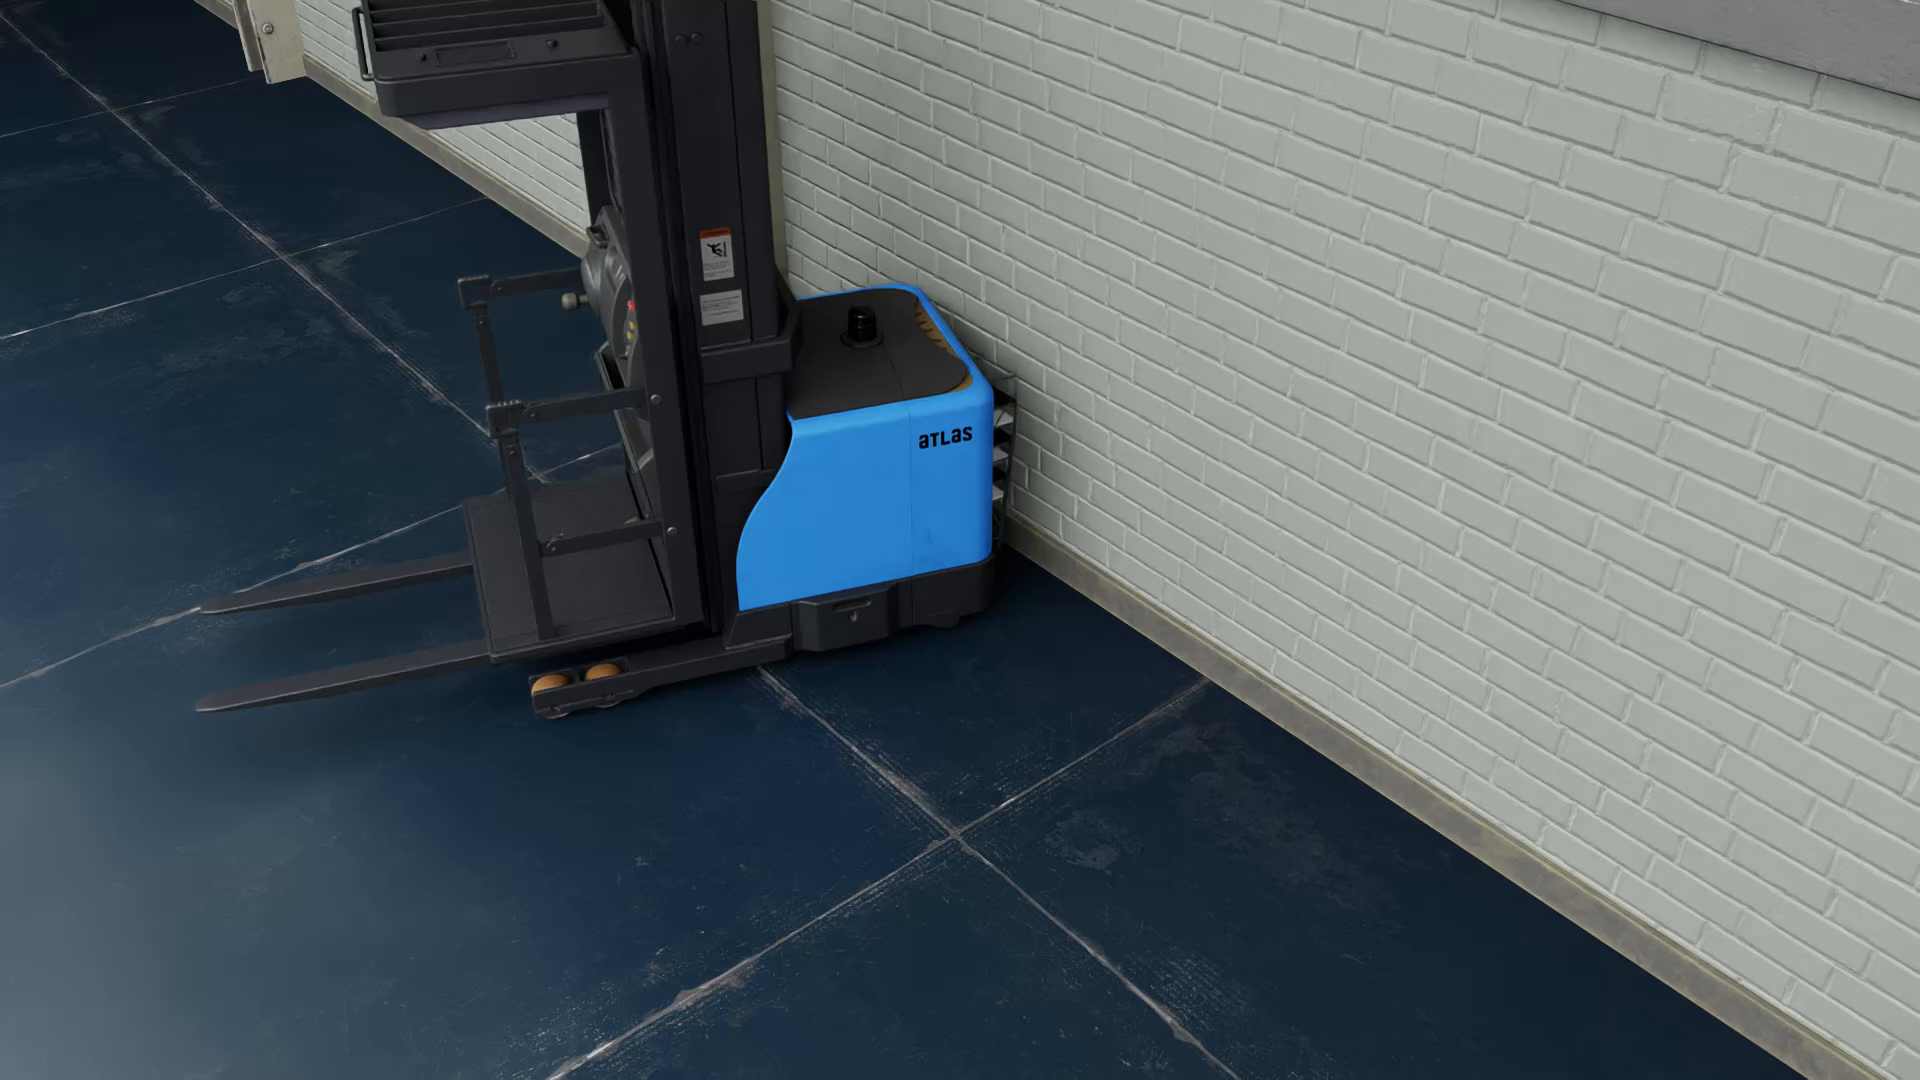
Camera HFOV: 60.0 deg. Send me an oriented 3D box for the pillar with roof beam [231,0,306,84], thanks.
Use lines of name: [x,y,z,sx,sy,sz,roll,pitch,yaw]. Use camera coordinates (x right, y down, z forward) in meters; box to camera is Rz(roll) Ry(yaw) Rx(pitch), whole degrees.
pillar with roof beam: [-8.211,-5.453,7.164,9.100,9.000,0.400,-26,43,-32]

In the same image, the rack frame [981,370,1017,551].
rack frame: [0.127,-0.316,6.902,0.240,0.900,0.006,-19,39,-36]

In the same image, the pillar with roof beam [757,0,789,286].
pillar with roof beam: [-4.339,-2.804,3.423,9.100,9.000,0.400,-26,43,-32]

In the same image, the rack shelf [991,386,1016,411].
rack shelf: [0.087,-0.564,6.846,0.258,0.077,0.200,-19,39,-36]

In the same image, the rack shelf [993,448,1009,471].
rack shelf: [0.060,-0.333,6.984,0.258,0.077,0.200,-19,39,-36]

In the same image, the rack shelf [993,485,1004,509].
rack shelf: [0.041,-0.180,7.076,0.258,0.077,0.200,-19,39,-36]

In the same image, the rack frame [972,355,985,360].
rack frame: [-0.001,-0.408,7.031,0.240,0.900,0.006,-19,39,-36]

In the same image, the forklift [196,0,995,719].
forklift: [-1.432,-0.865,5.936,3.031,2.935,1.130,-11,37,-15]

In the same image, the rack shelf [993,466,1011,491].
rack shelf: [0.051,-0.257,7.030,0.258,0.077,0.200,-19,39,-36]

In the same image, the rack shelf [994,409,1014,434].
rack shelf: [0.078,-0.487,6.892,0.258,0.077,0.200,-19,39,-36]

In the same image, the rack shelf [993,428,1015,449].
rack shelf: [0.069,-0.410,6.938,0.258,0.077,0.200,-19,39,-36]

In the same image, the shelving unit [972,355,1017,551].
shelving unit: [0.063,-0.362,6.966,0.258,0.900,0.210,-19,39,-36]
